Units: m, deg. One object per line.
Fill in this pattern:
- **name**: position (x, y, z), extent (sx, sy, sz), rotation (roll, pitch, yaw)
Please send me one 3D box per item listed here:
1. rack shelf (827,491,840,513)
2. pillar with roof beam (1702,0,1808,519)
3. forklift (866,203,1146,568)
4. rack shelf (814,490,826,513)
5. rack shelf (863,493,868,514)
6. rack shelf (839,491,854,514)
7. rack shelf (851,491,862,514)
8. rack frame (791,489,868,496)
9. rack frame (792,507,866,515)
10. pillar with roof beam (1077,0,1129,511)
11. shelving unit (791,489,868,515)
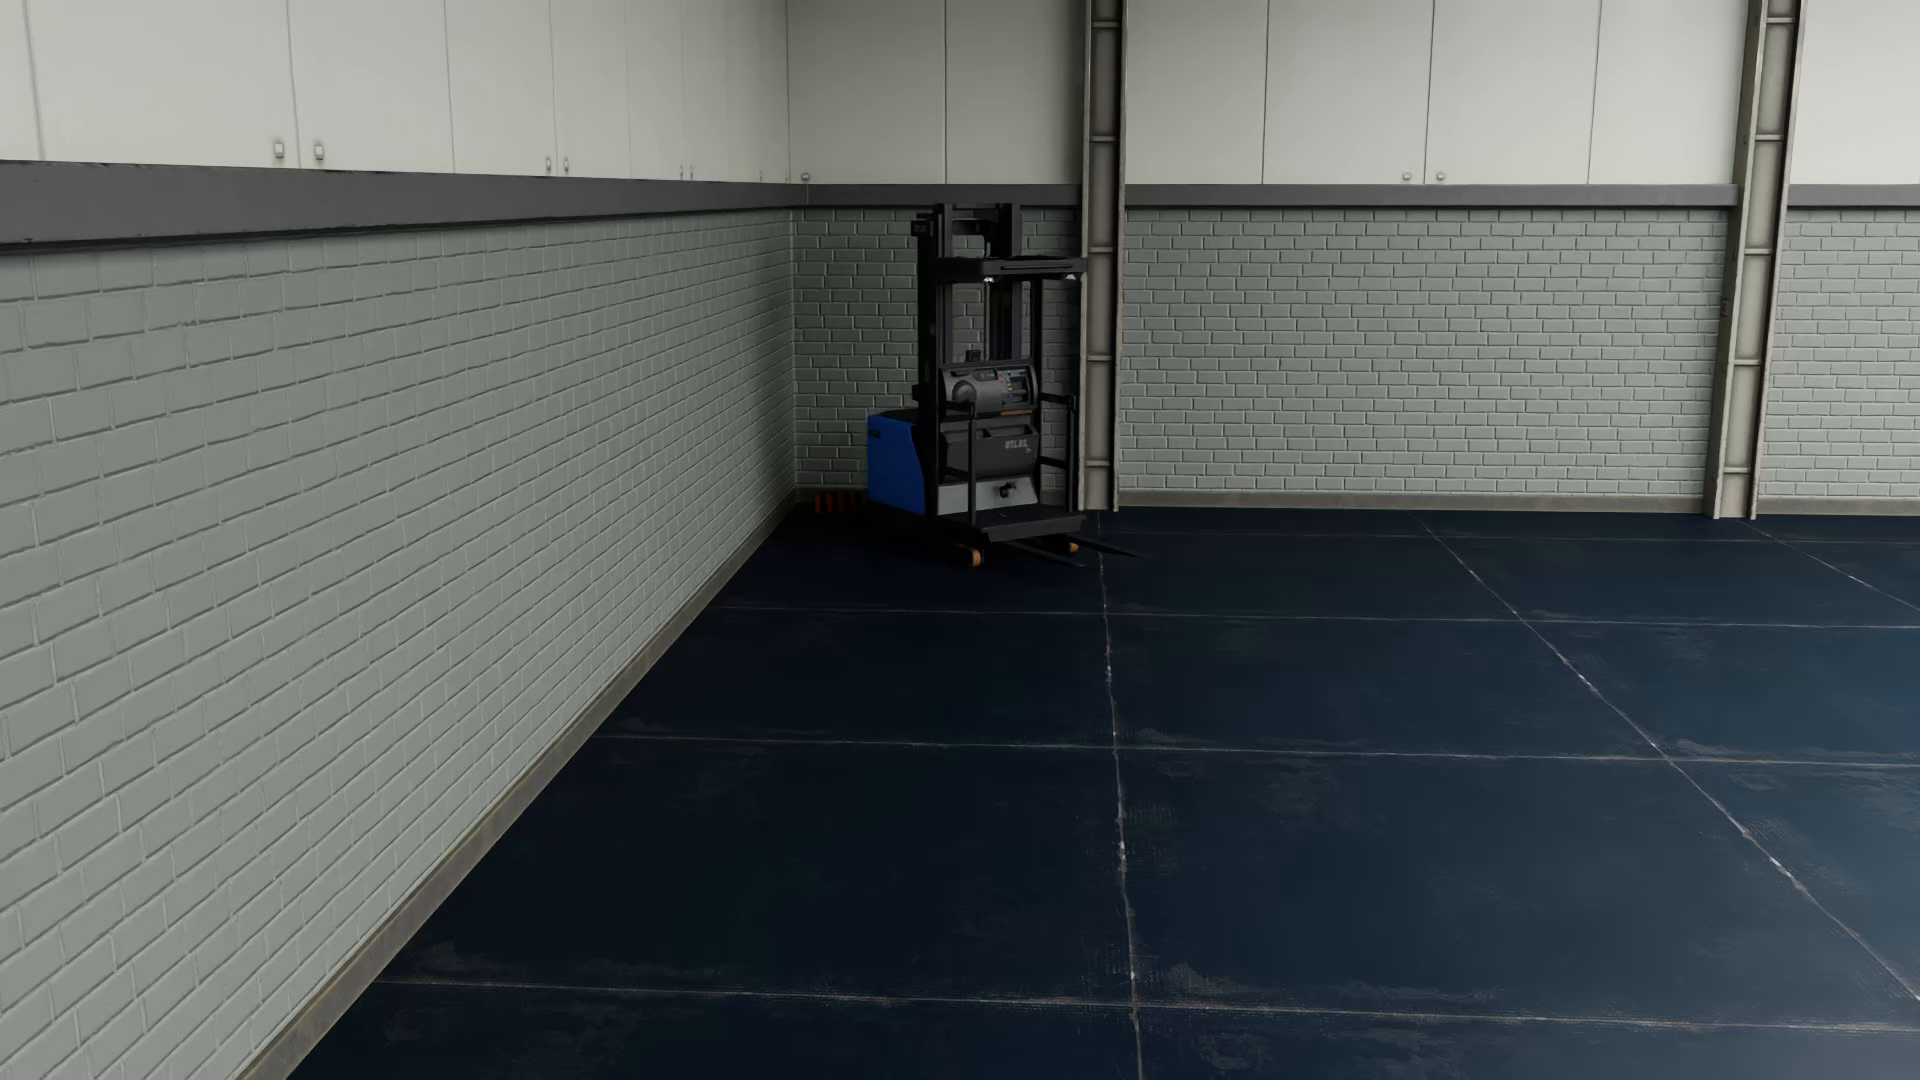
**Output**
- **rack shelf**: position (-1.208, -0.370, 16.066), extent (0.103, 0.180, 0.258), rotation (2, 12, 10)
- **pillar with roof beam**: position (7.045, -3.755, 10.742), extent (0.400, 9.000, 9.100), rotation (1, 12, 4)
- **forklift**: position (0.368, -1.315, 13.898), extent (1.130, 2.935, 3.031), rotation (-7, 14, -32)
- **rack shelf**: position (-1.327, -0.374, 16.087), extent (0.103, 0.180, 0.258), rotation (2, 12, 10)
- **rack shelf**: position (-0.854, -0.359, 16.002), extent (0.103, 0.180, 0.258), rotation (2, 12, 10)
- **rack shelf**: position (-1.090, -0.367, 16.045), extent (0.103, 0.180, 0.258), rotation (2, 12, 10)
- **rack shelf**: position (-0.972, -0.363, 16.023), extent (0.103, 0.180, 0.258), rotation (2, 12, 10)
- **rack frame**: position (-1.017, -0.454, 16.013), extent (1.200, 0.006, 0.240), rotation (2, 12, 10)
- **rack frame**: position (-1.016, -0.275, 16.050), extent (1.200, 0.006, 0.240), rotation (2, 12, 10)
- **pillar with roof beam**: position (1.058, -3.837, 11.134), extent (0.400, 9.000, 9.100), rotation (1, 12, 4)
- **shelving unit**: position (-1.016, -0.364, 16.031), extent (1.200, 0.189, 0.258), rotation (2, 12, 10)
